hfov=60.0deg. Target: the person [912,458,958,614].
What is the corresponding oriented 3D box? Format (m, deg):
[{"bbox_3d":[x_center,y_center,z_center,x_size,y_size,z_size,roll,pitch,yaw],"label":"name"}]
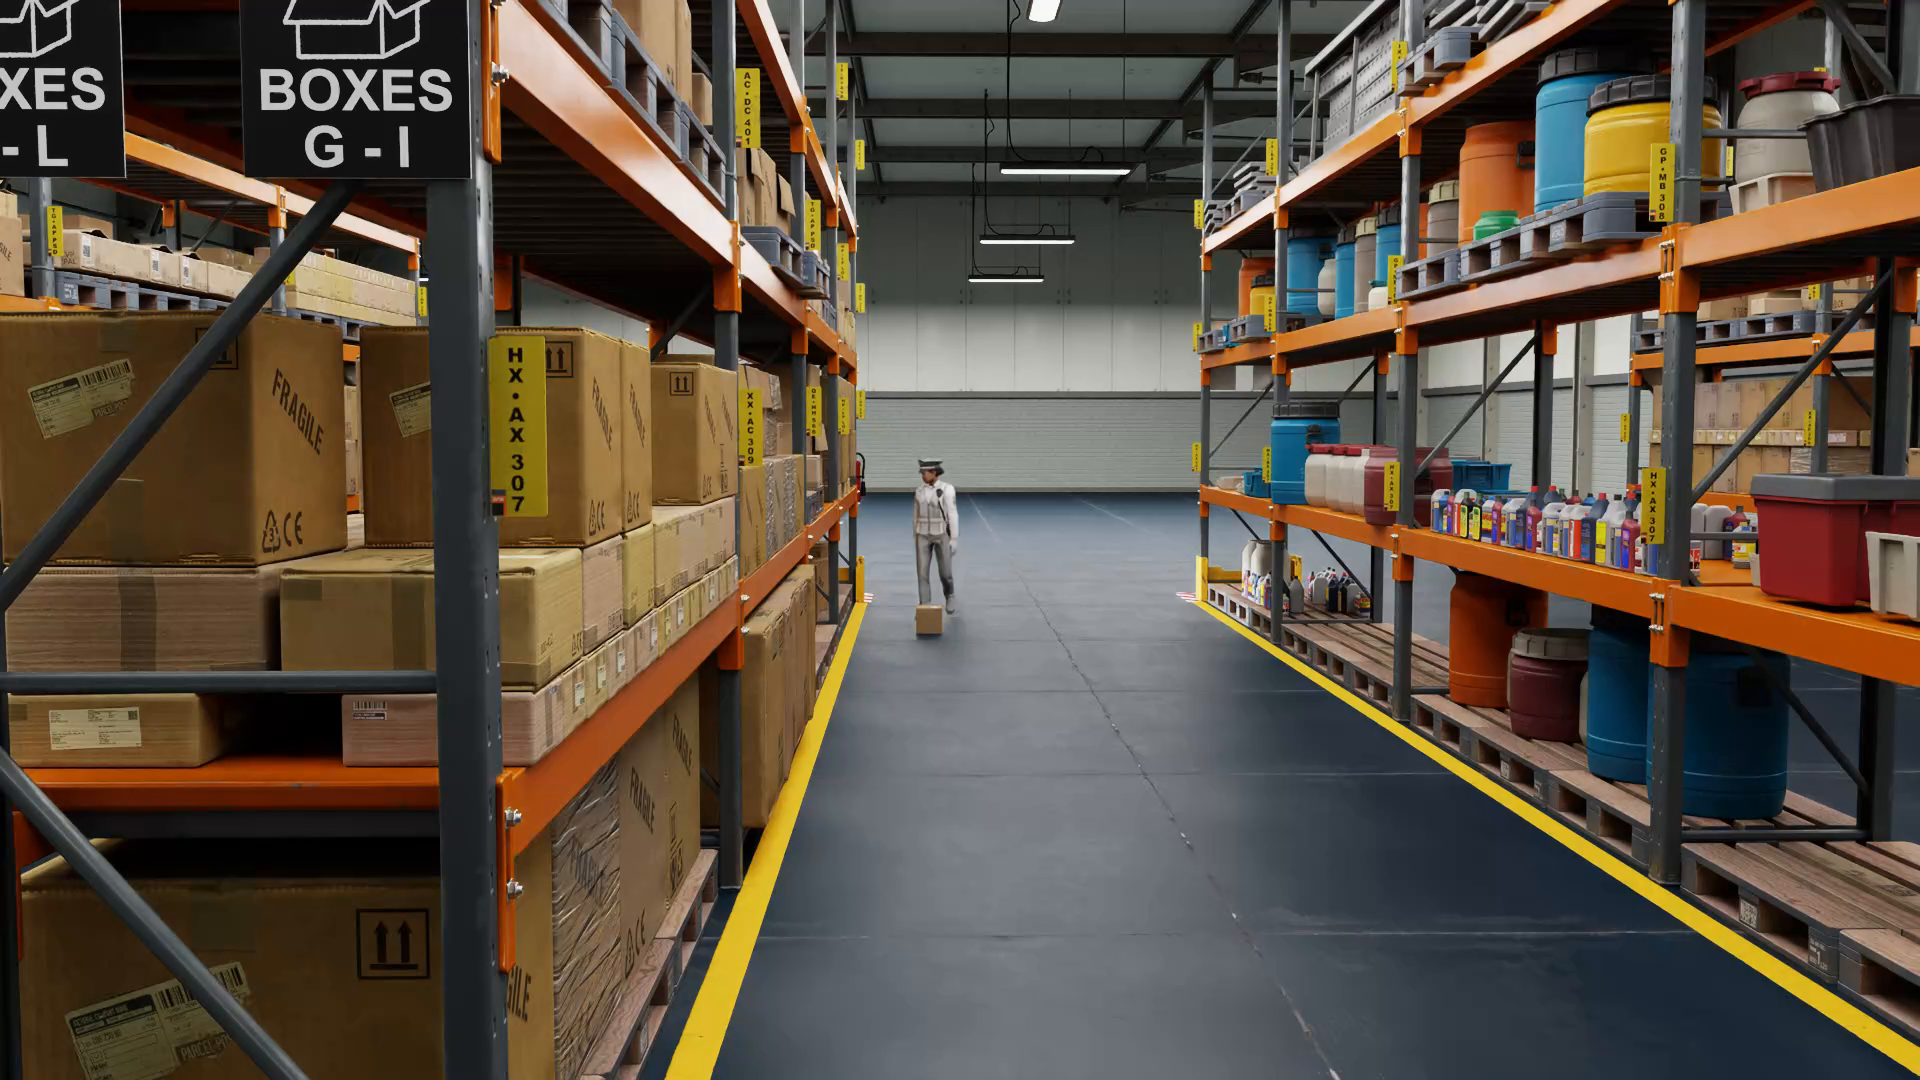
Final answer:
[{"bbox_3d":[-0.260,-0.009,16.820,0.504,1.649,0.645,1,4,19],"label":"person"}]
